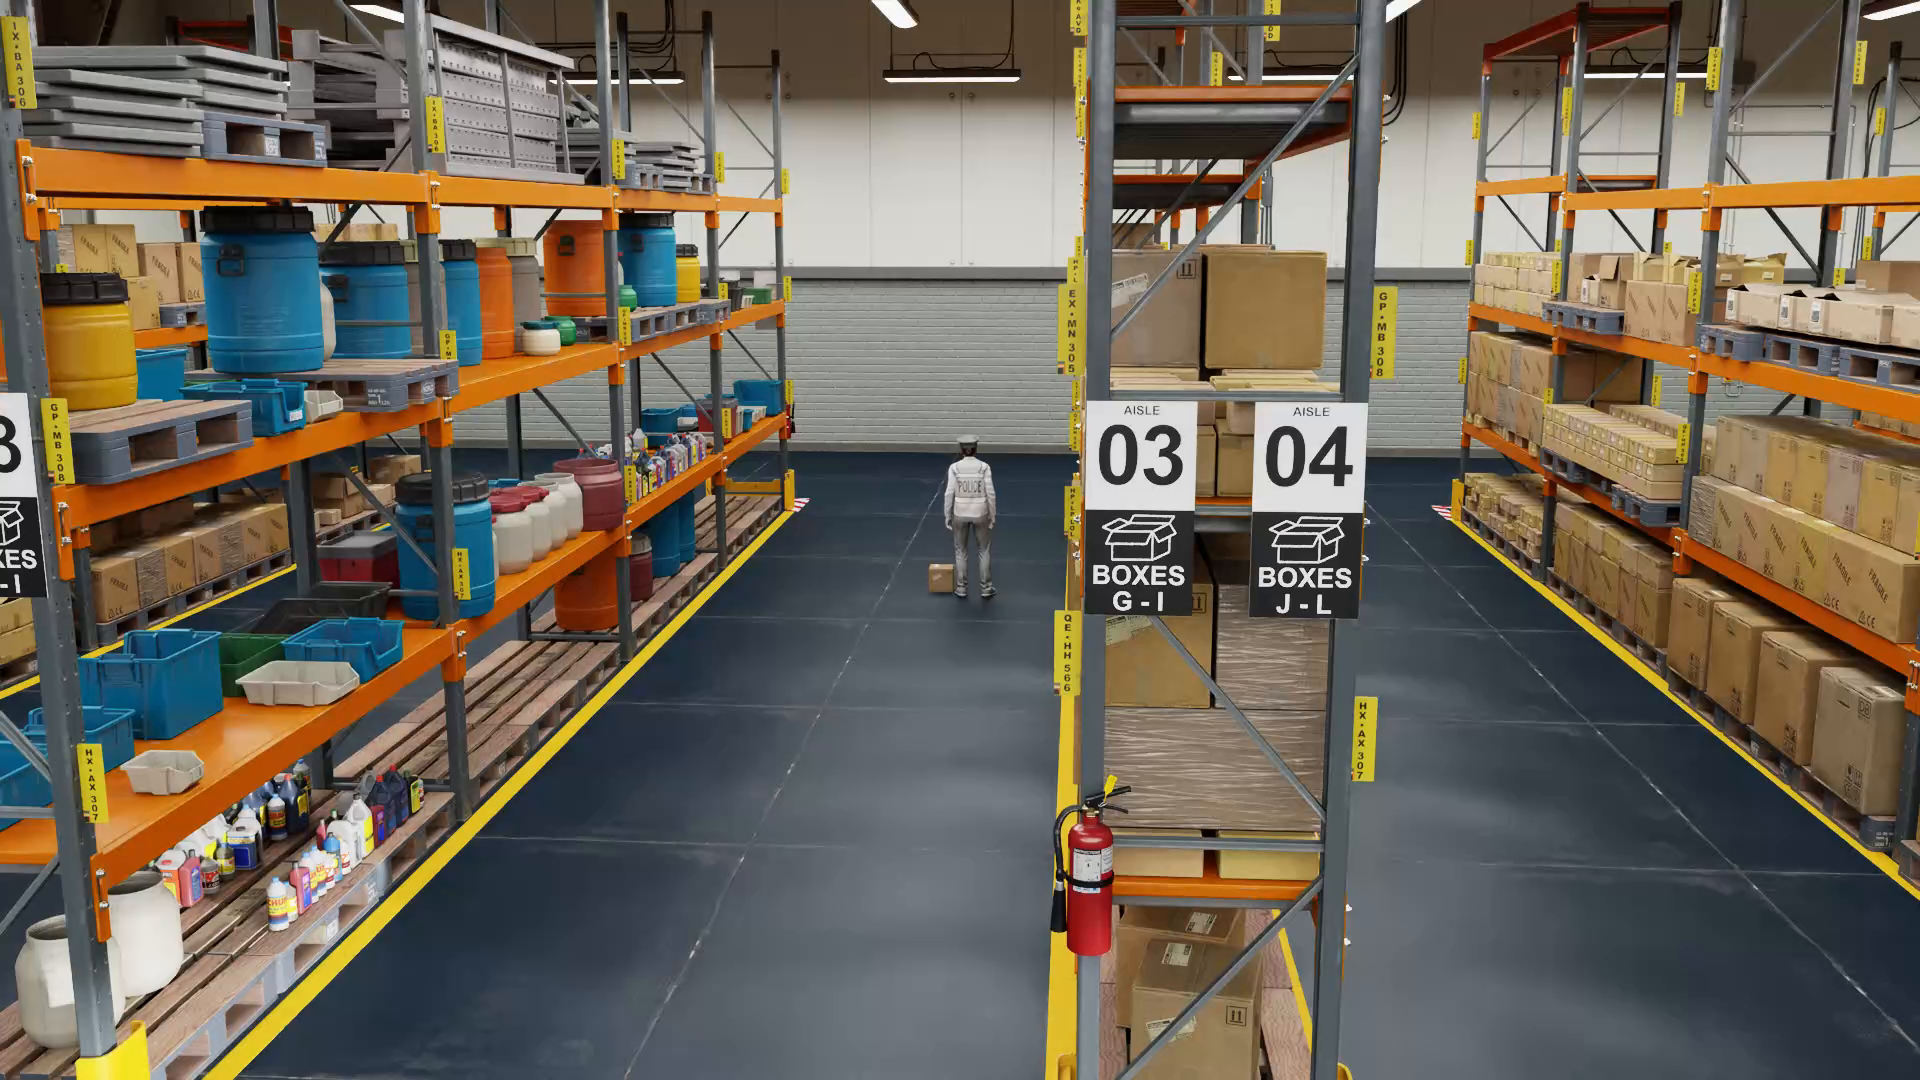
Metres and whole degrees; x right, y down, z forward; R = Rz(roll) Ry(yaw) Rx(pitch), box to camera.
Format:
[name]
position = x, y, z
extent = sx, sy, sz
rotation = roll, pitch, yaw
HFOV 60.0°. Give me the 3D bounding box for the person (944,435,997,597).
[person]
position = 0.108, -0.241, 17.173
extent = 0.546, 1.664, 0.374
rotation = 0, 11, 2
